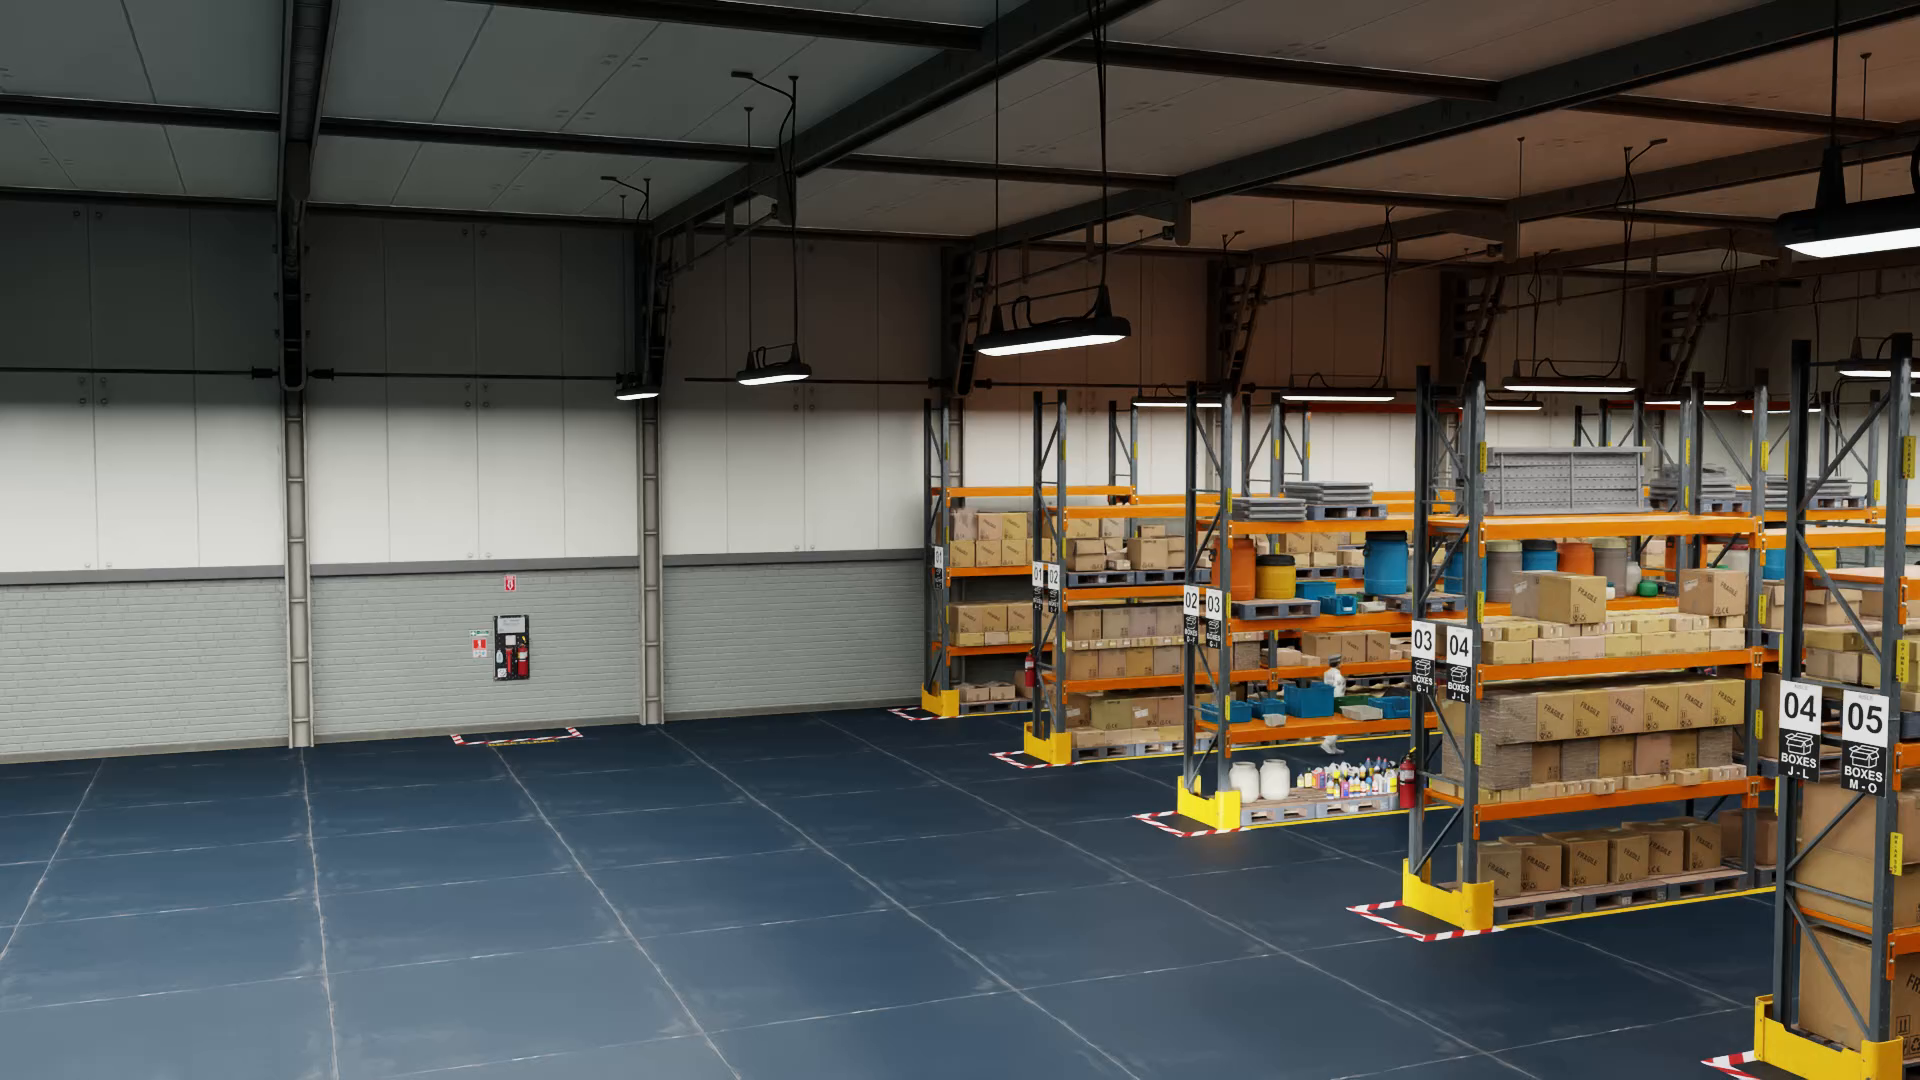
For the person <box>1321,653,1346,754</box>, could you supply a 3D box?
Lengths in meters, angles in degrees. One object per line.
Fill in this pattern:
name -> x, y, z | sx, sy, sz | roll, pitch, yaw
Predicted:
person -> 6.150, 2.717, 27.472 | 0.488, 1.674, 0.518 | -1, 4, -19
